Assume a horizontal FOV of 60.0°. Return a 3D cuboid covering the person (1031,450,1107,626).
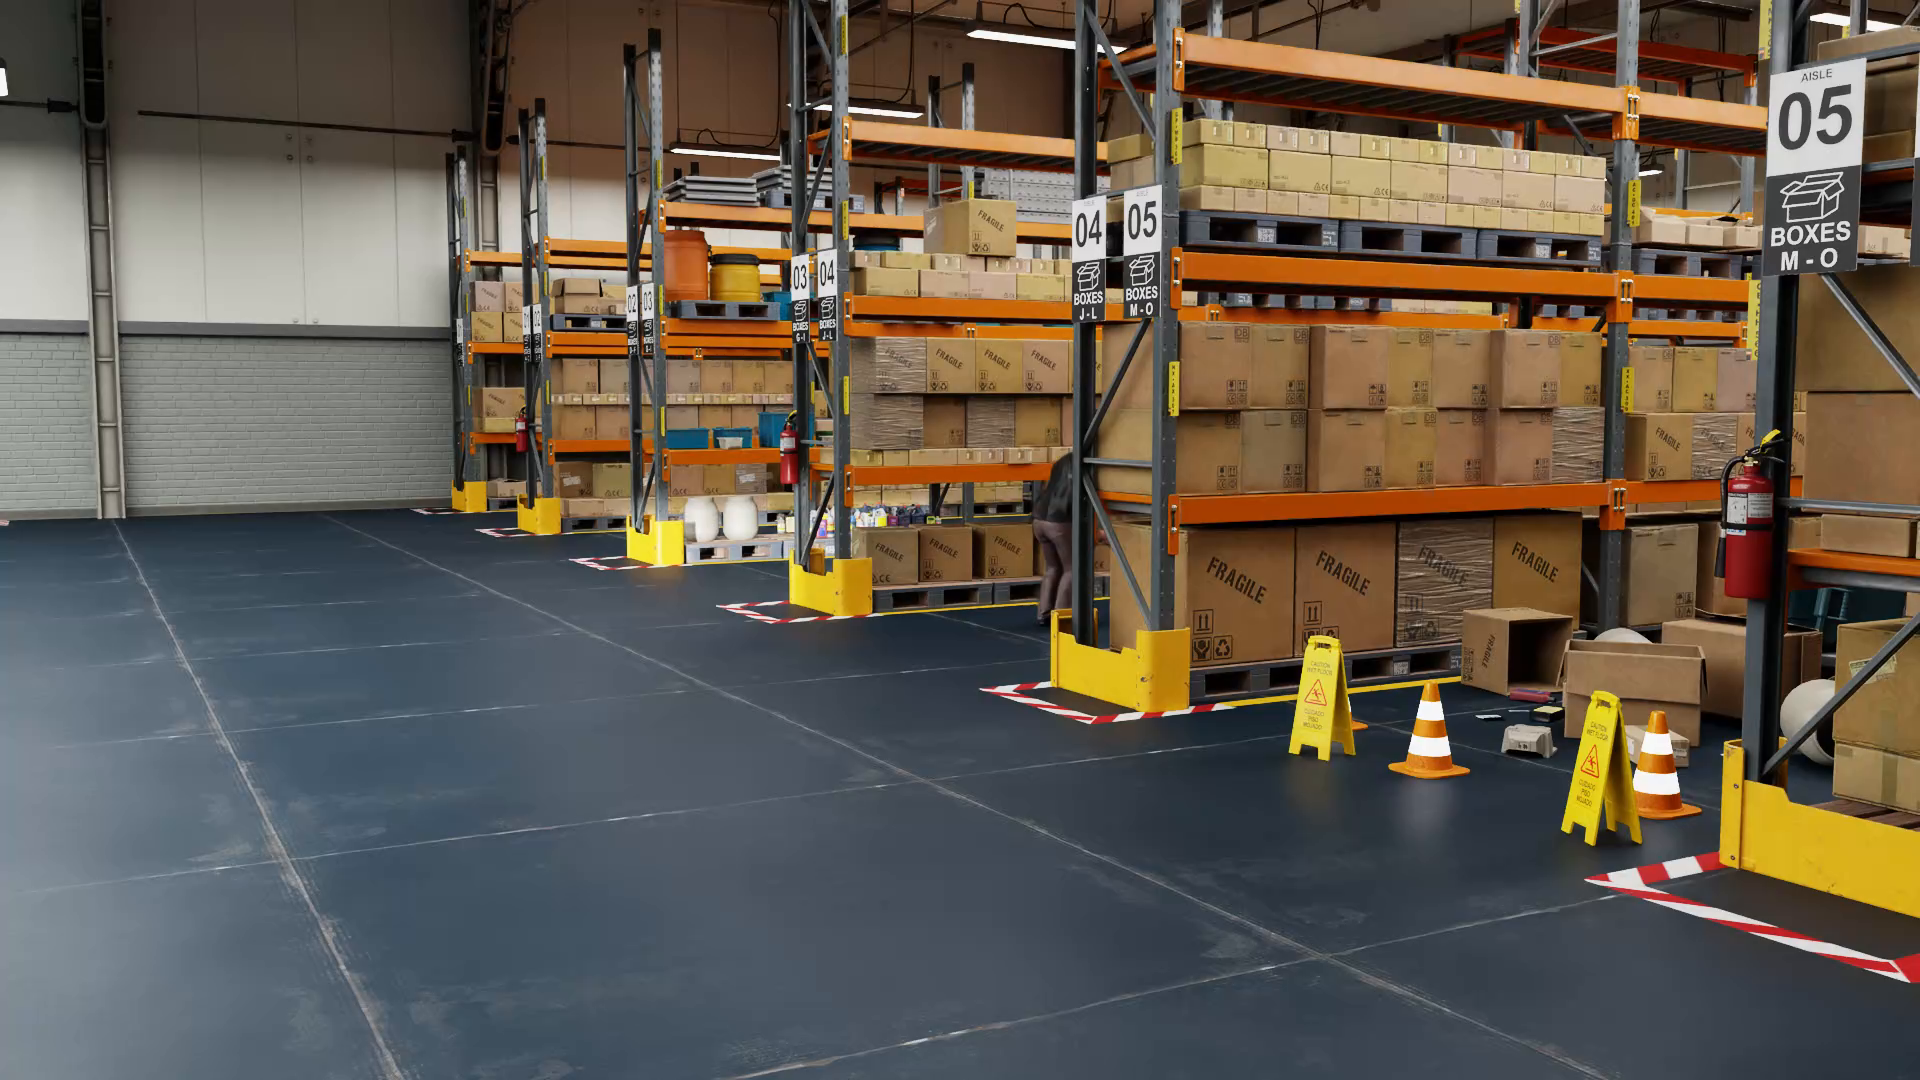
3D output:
[{"bbox_3d":[0.904,-0.094,13.926,0.615,1.647,0.477,-3,6,-30],"label":"person"}]
